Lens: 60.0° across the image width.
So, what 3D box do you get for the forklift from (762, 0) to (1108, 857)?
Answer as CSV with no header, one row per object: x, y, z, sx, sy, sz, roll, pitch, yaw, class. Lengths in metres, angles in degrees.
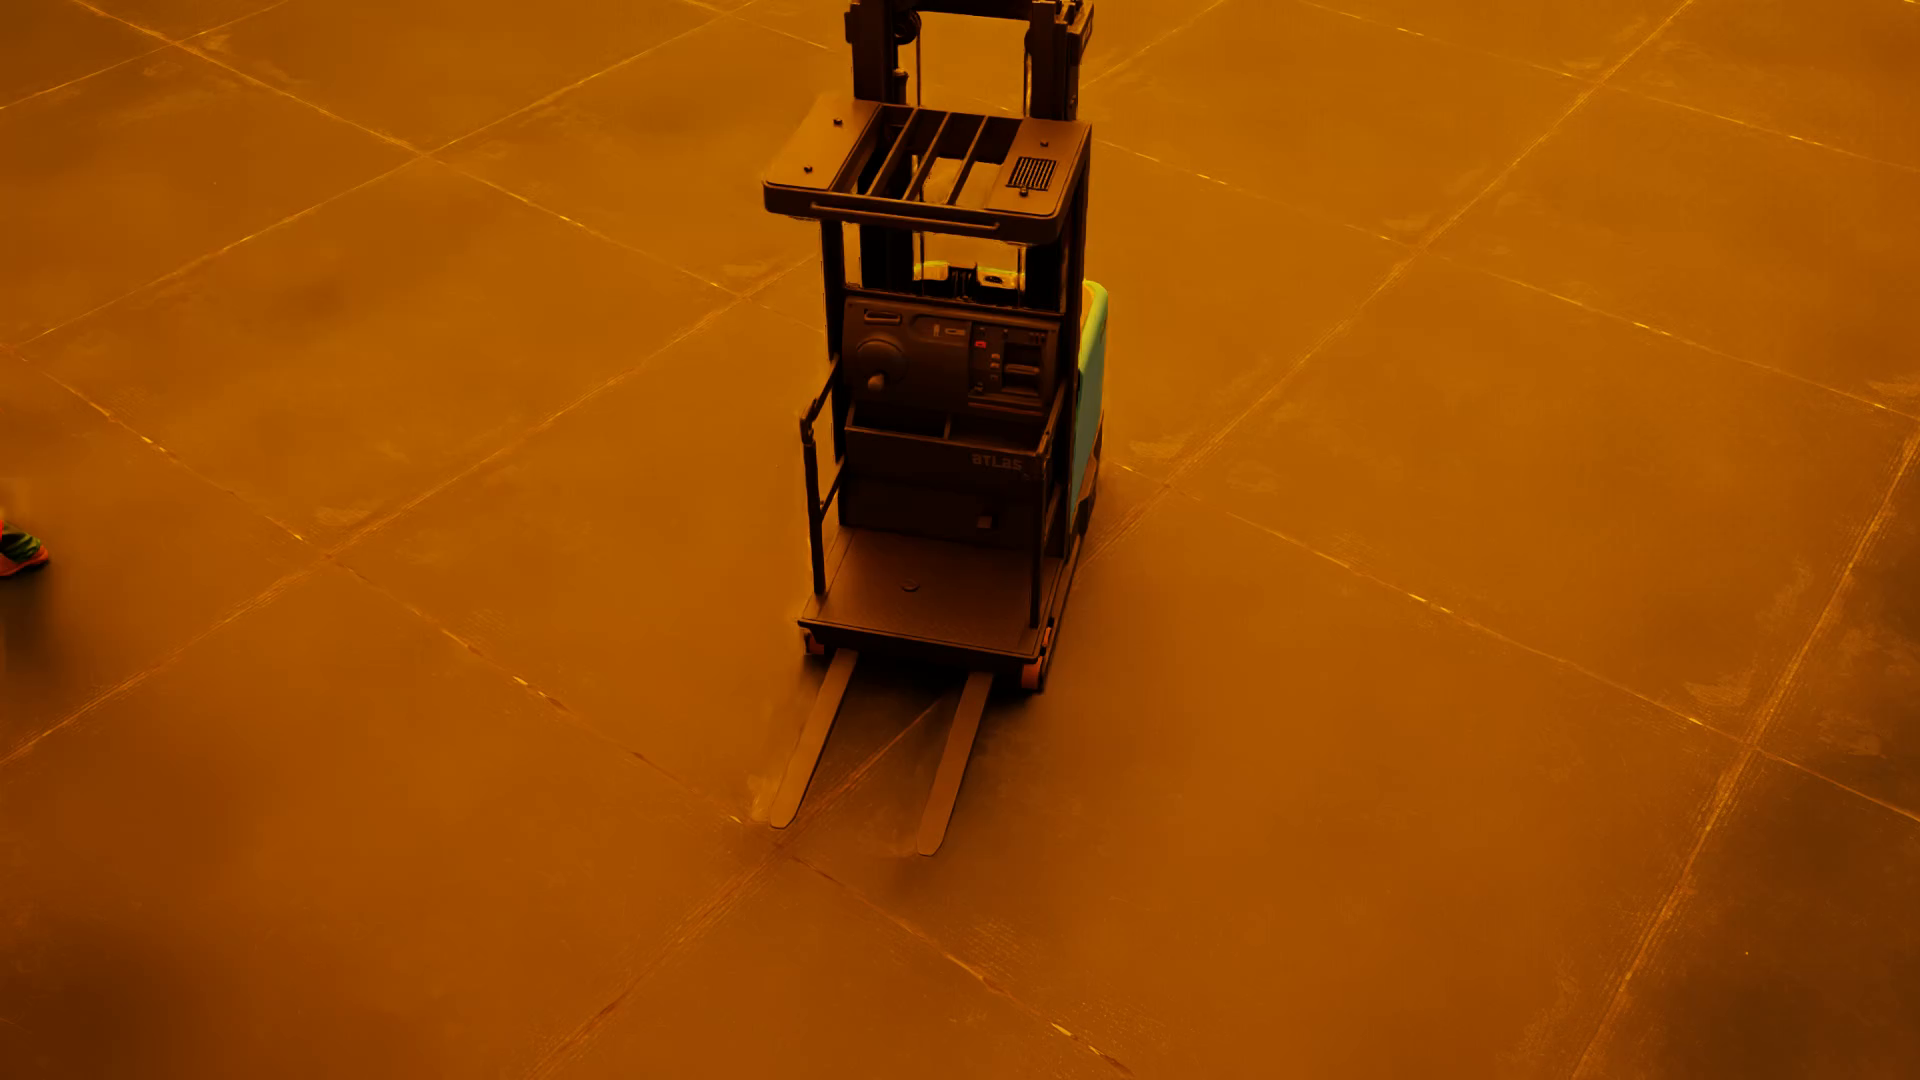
-0.092,-0.708,6.904,1.130,2.935,3.031,9,41,10,forklift

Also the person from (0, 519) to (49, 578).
-4.858,-0.527,7.765,1.020,1.644,0.497,26,47,27,person
